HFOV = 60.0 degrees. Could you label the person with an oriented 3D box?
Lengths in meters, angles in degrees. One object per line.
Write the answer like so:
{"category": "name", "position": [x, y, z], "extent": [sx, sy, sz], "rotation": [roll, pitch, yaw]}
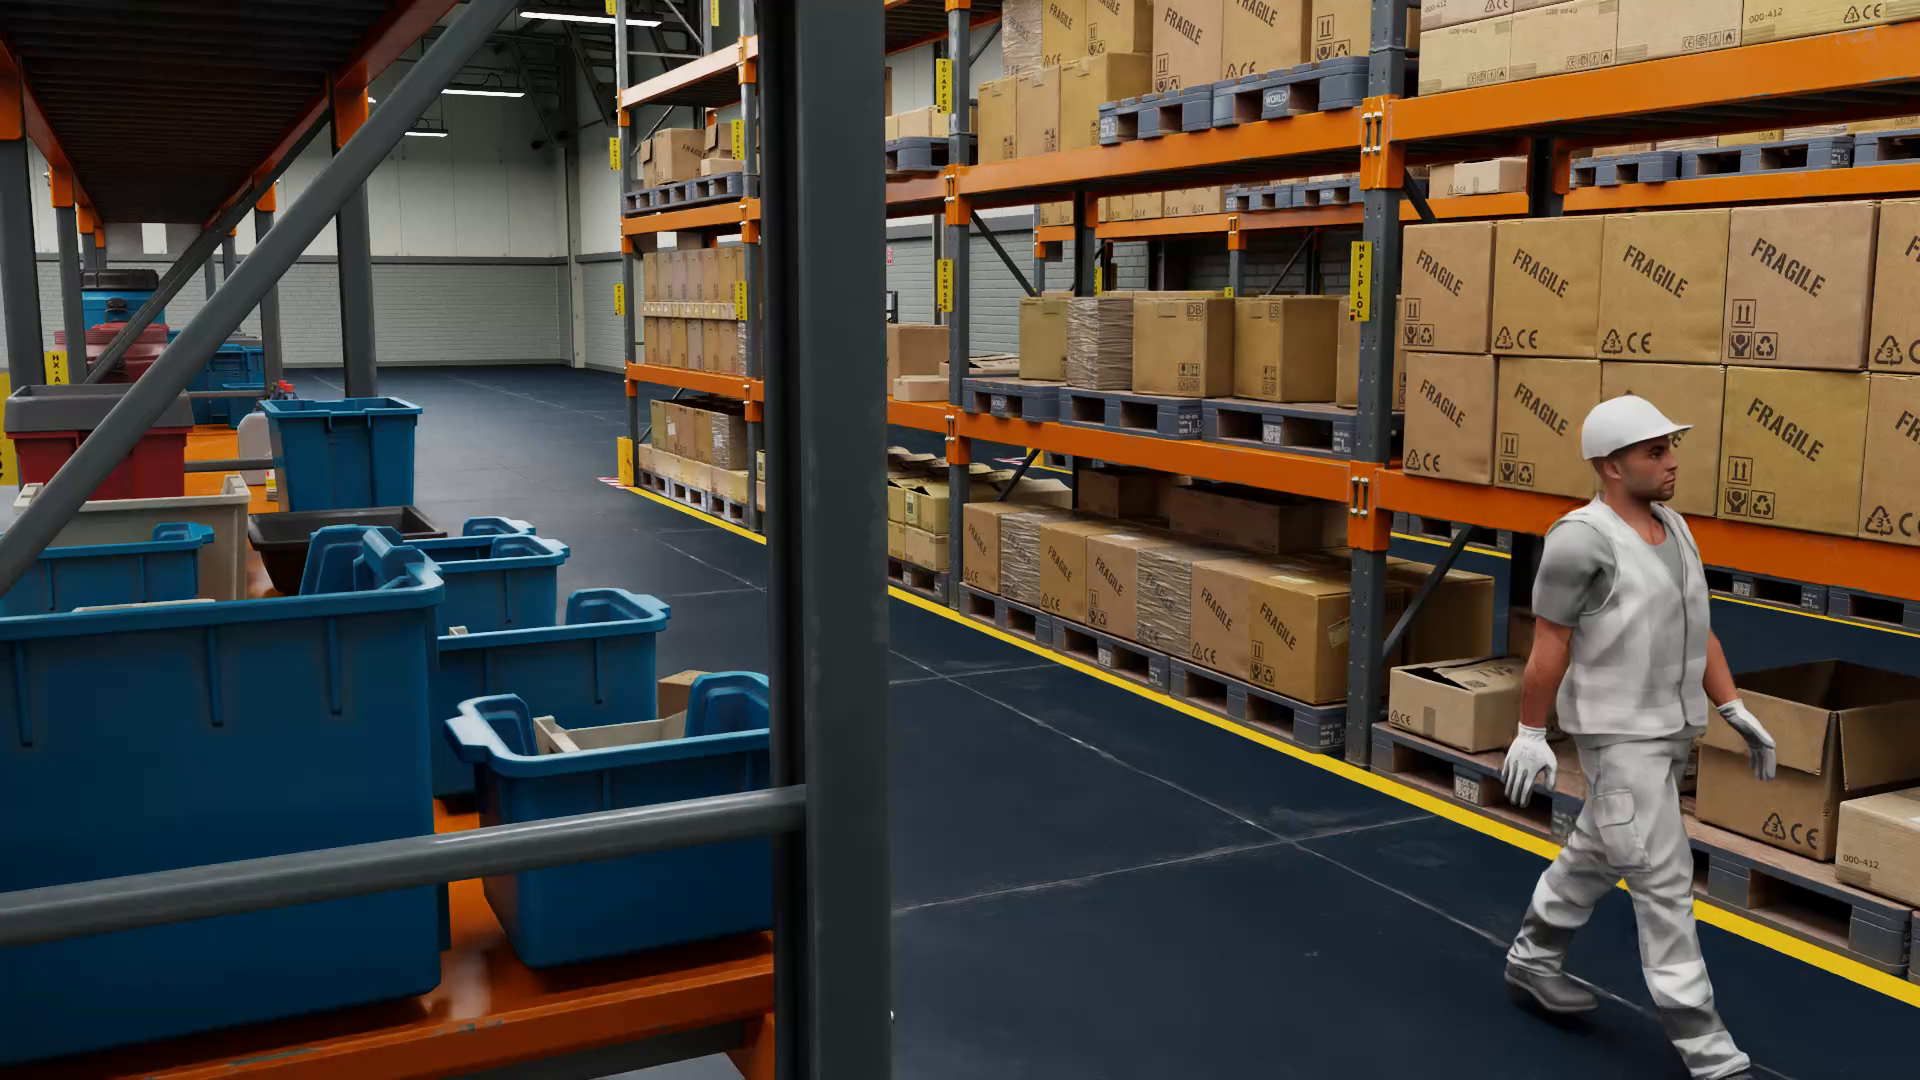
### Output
{"category": "person", "position": [1.817, 0.504, 4.272], "extent": [0.591, 1.733, 0.995], "rotation": [-6, 10, -34]}
